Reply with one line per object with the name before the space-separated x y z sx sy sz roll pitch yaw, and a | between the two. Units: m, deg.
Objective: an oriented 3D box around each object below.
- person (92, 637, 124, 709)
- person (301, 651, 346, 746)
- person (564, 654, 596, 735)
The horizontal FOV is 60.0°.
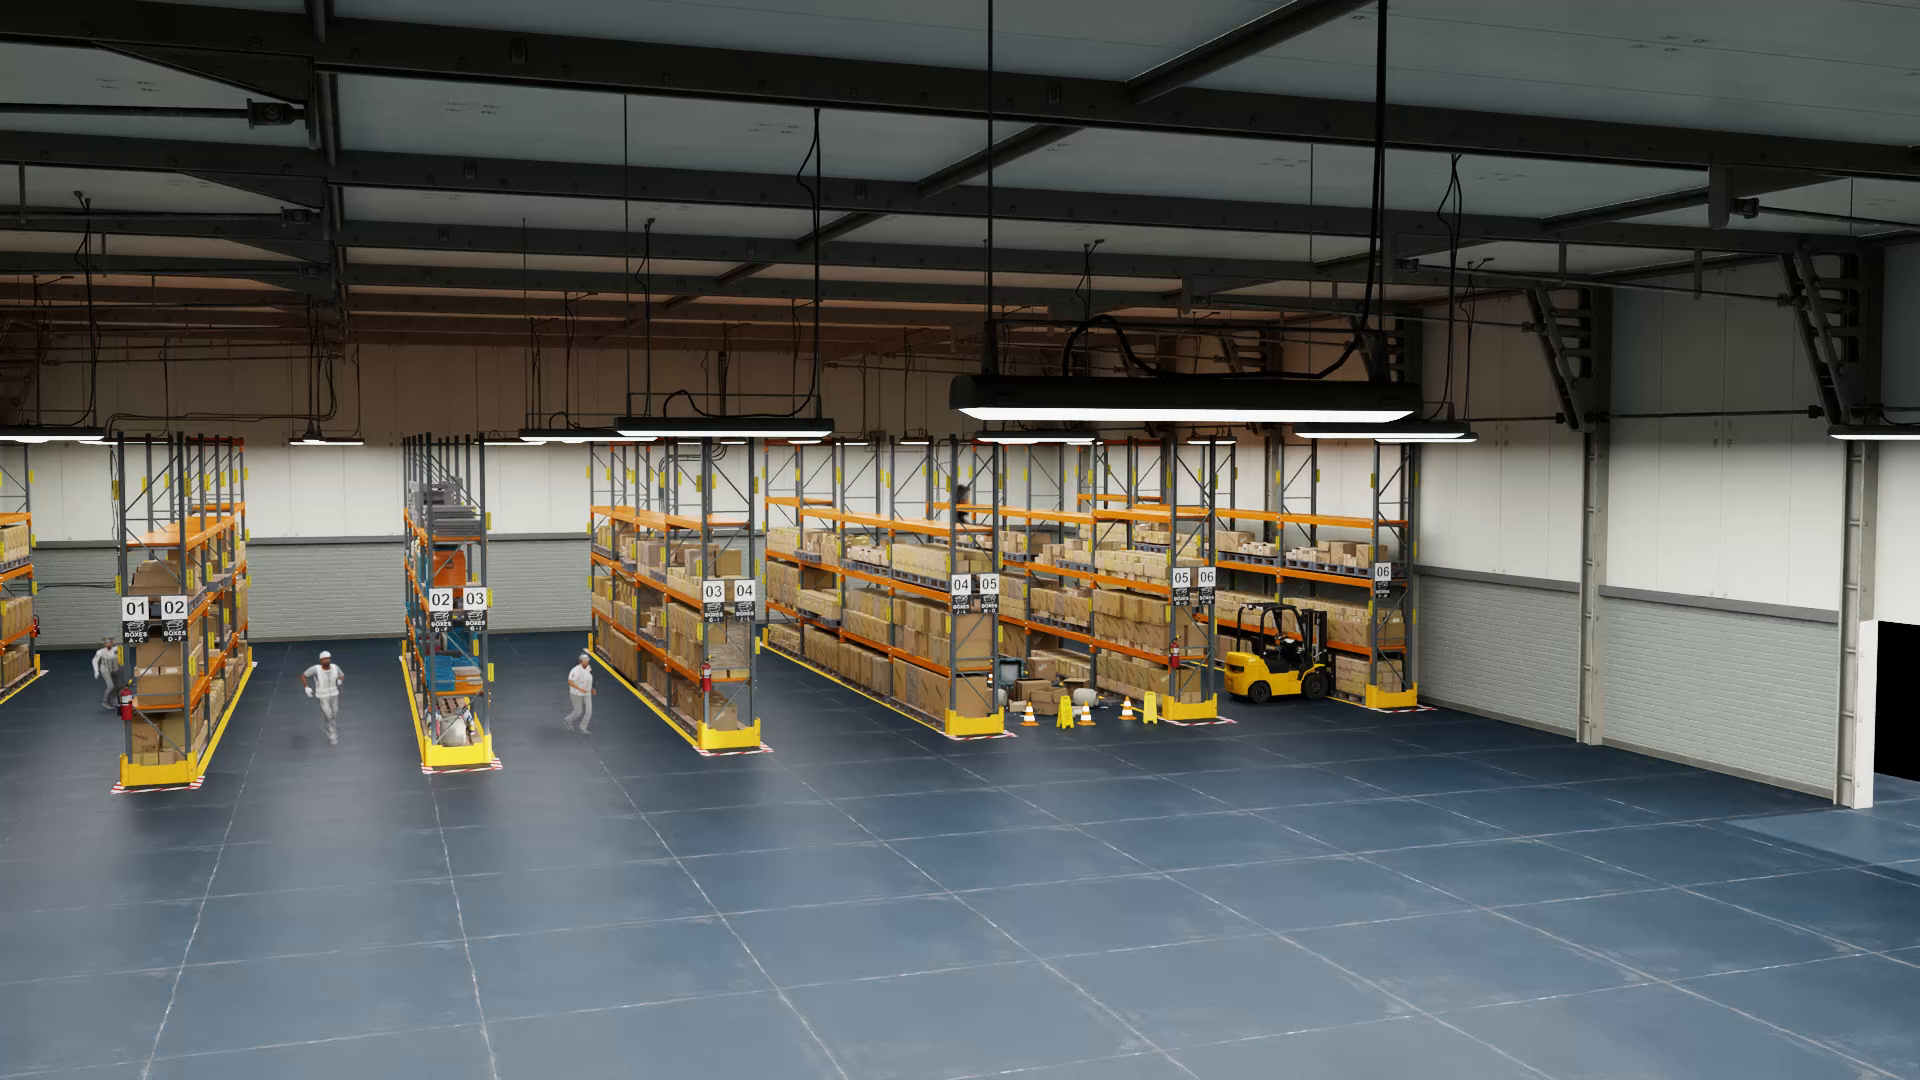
person | -18.657 2.925 36.586 0.765 1.632 0.609 2 4 29
person | -12.277 3.064 32.151 0.774 1.844 0.719 -3 4 -43
person | -7.631 3.084 33.333 0.714 1.616 0.606 3 4 41
